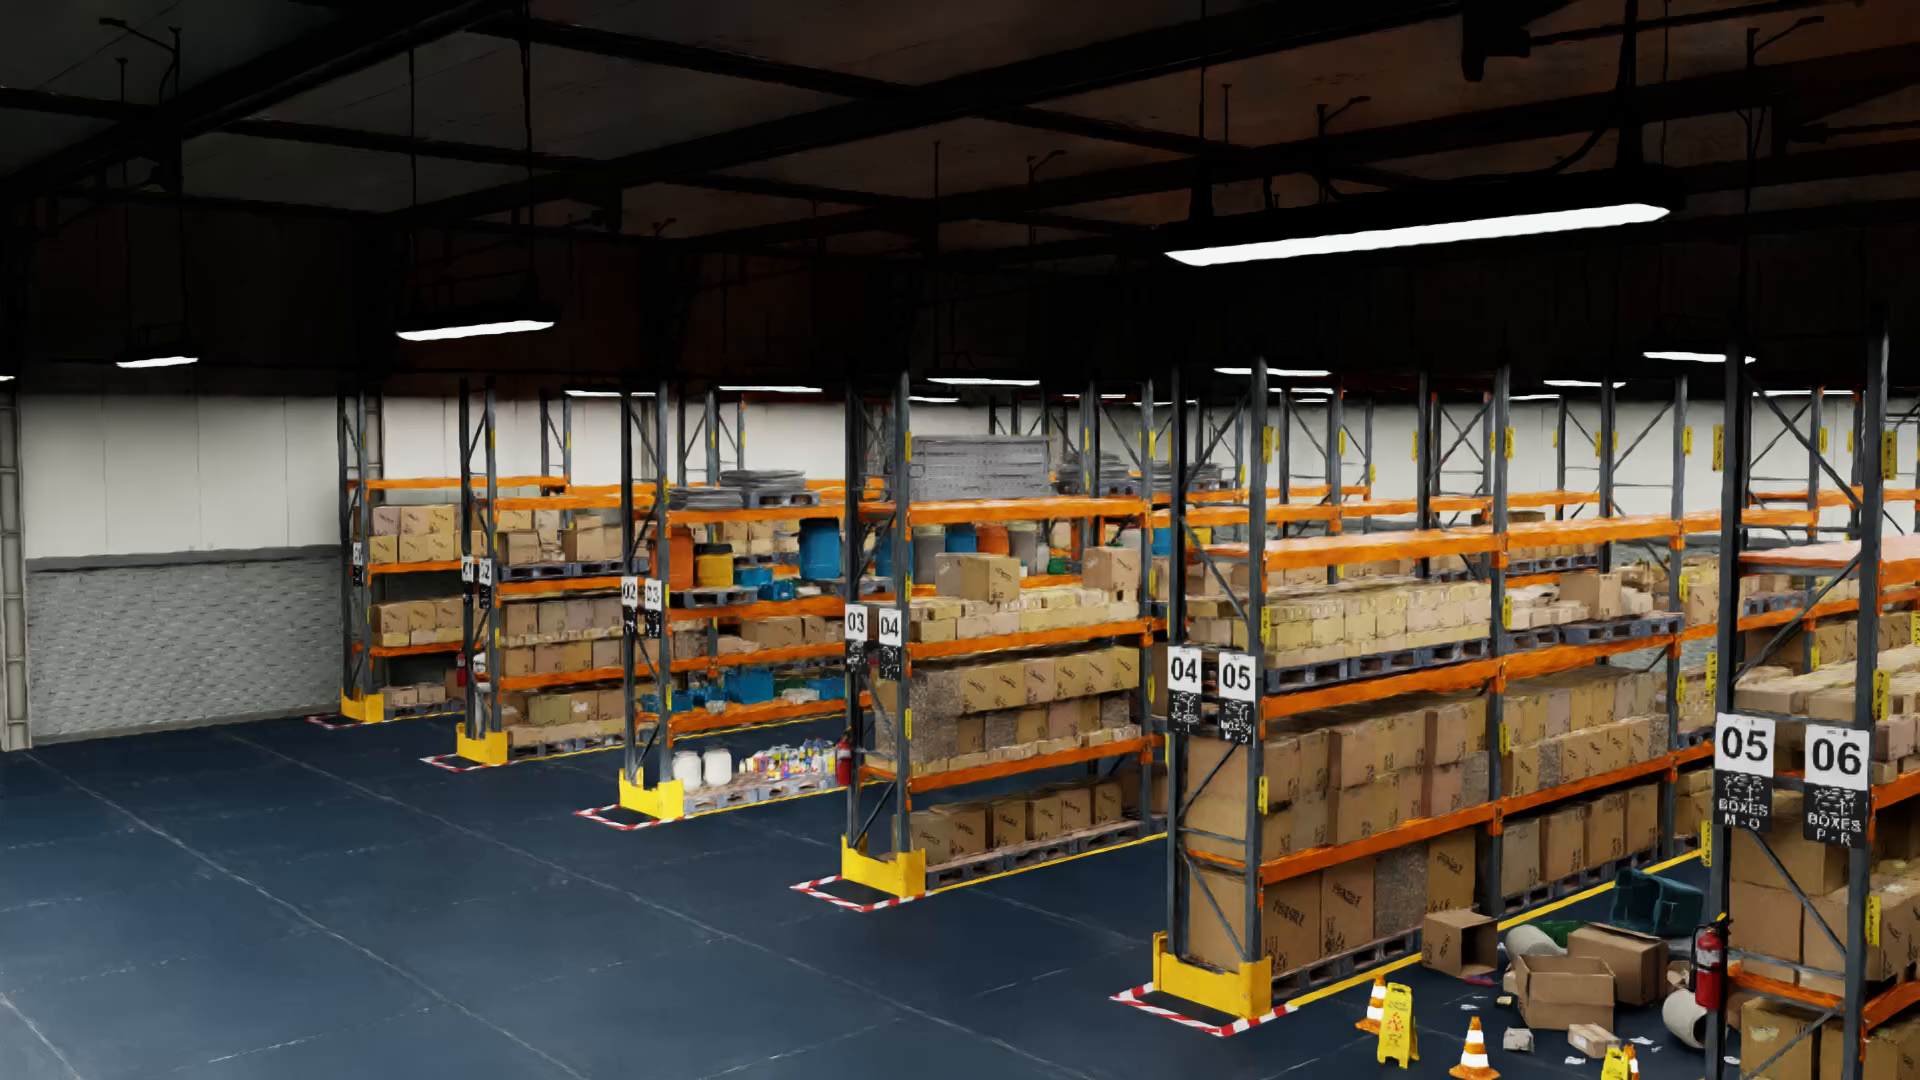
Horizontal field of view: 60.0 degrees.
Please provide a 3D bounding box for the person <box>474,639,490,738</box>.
[{"bbox_3d":[-7.975,2.489,27.995,0.523,1.666,0.480,-1,4,-11],"label":"person"}]

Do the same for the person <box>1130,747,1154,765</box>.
[{"bbox_3d":[2.829,2.606,25.260,0.451,1.776,0.584,1,4,20],"label":"person"}]
